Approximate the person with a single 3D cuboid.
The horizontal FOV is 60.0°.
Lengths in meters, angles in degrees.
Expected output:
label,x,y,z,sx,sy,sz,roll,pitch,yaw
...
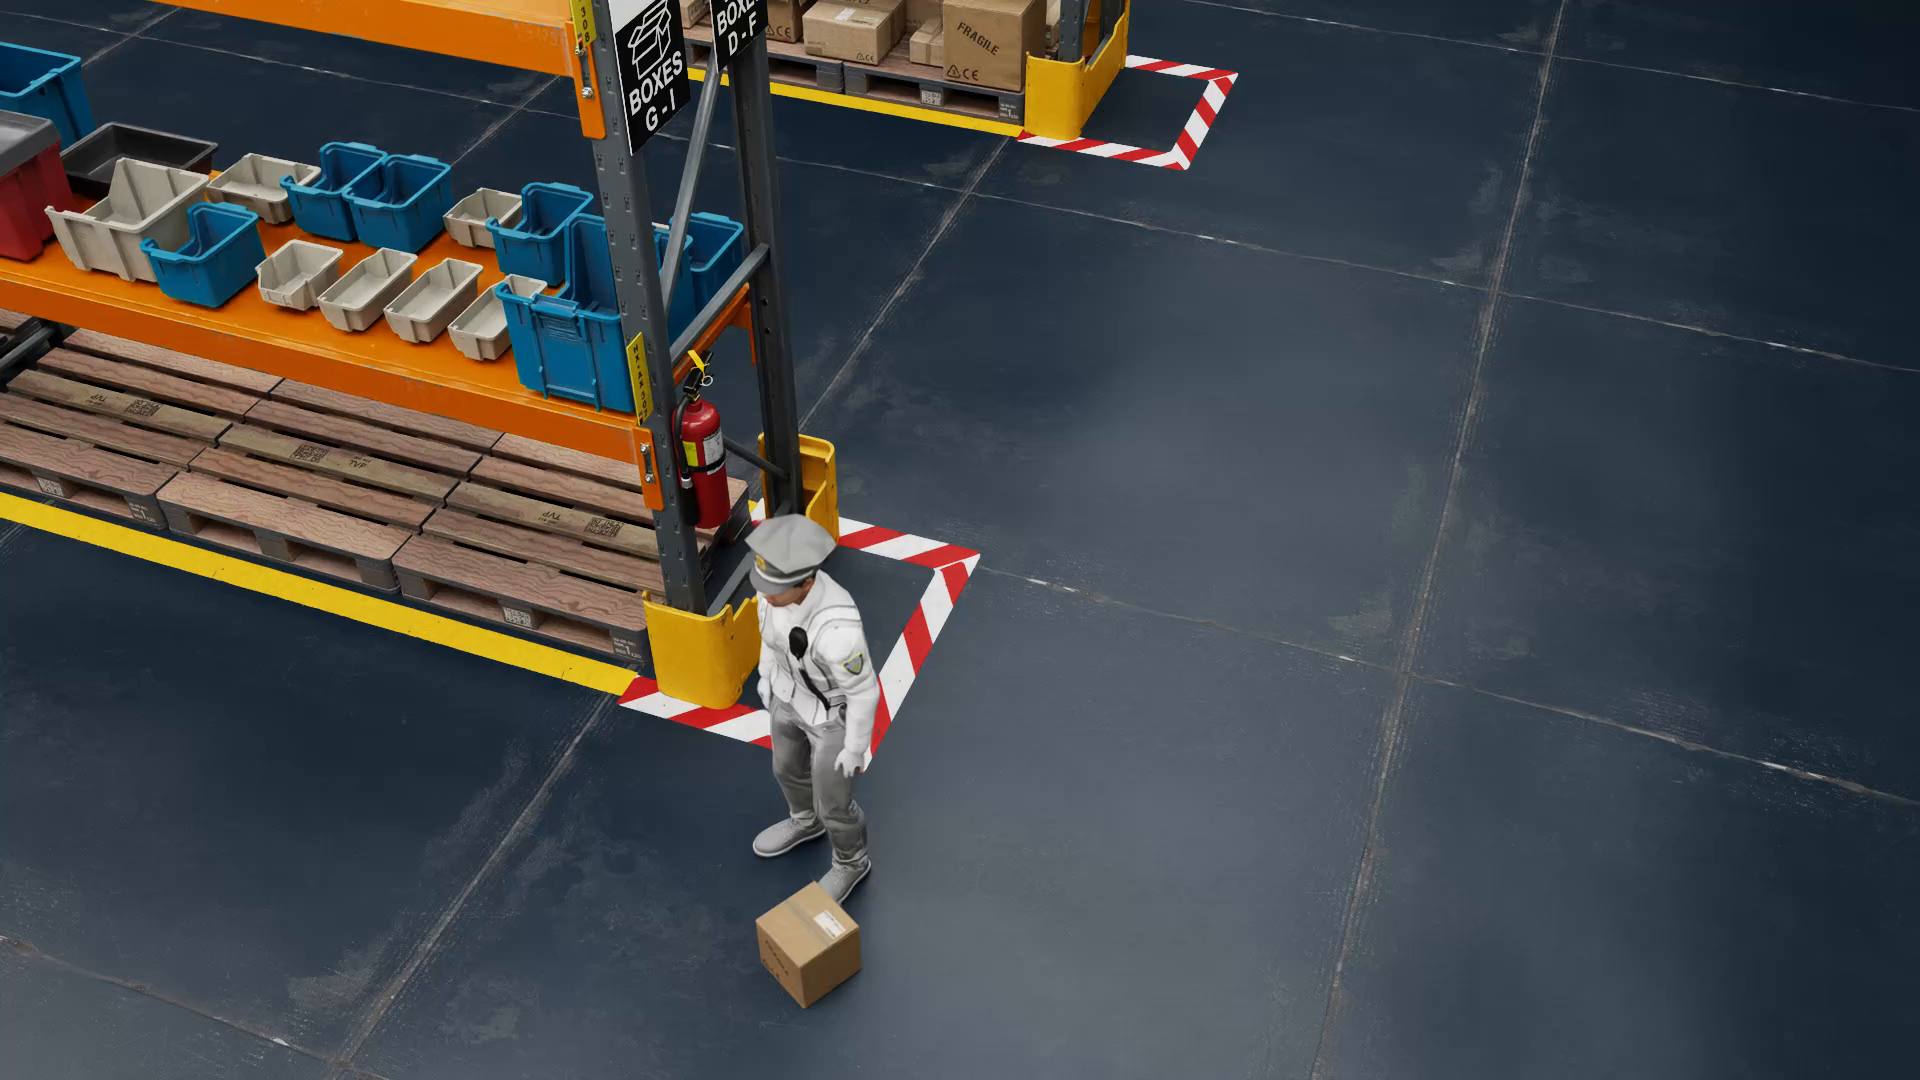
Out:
label,x,y,z,sx,sy,sz,roll,pitch,yaw
person,-0.484,0.569,5.520,0.375,1.661,0.530,-31,50,-30
